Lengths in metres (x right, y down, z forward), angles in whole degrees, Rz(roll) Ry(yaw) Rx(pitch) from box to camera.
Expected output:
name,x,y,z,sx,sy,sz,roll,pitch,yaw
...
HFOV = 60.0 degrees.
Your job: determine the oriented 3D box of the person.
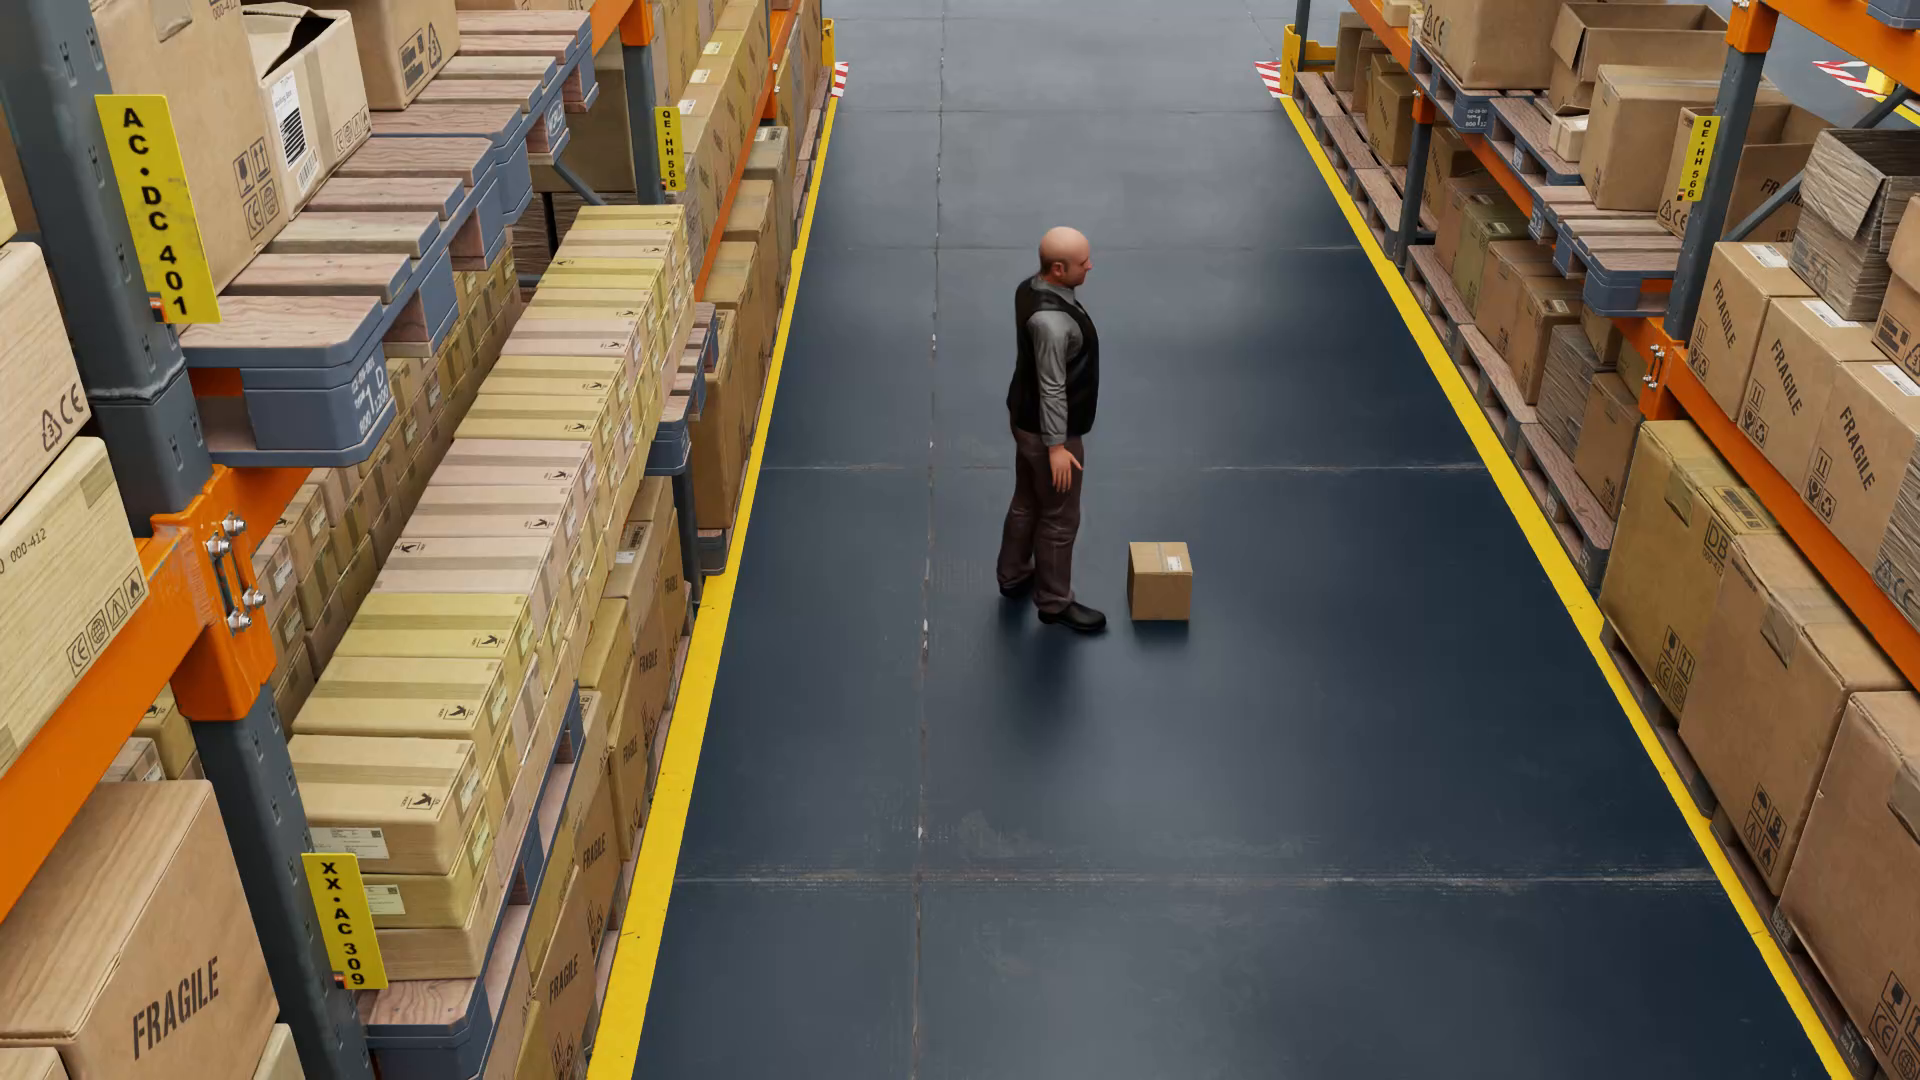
name,x,y,z,sx,sy,sz,roll,pitch,yaw
person,0.392,-0.453,6.867,0.443,1.730,0.616,-3,31,-5
